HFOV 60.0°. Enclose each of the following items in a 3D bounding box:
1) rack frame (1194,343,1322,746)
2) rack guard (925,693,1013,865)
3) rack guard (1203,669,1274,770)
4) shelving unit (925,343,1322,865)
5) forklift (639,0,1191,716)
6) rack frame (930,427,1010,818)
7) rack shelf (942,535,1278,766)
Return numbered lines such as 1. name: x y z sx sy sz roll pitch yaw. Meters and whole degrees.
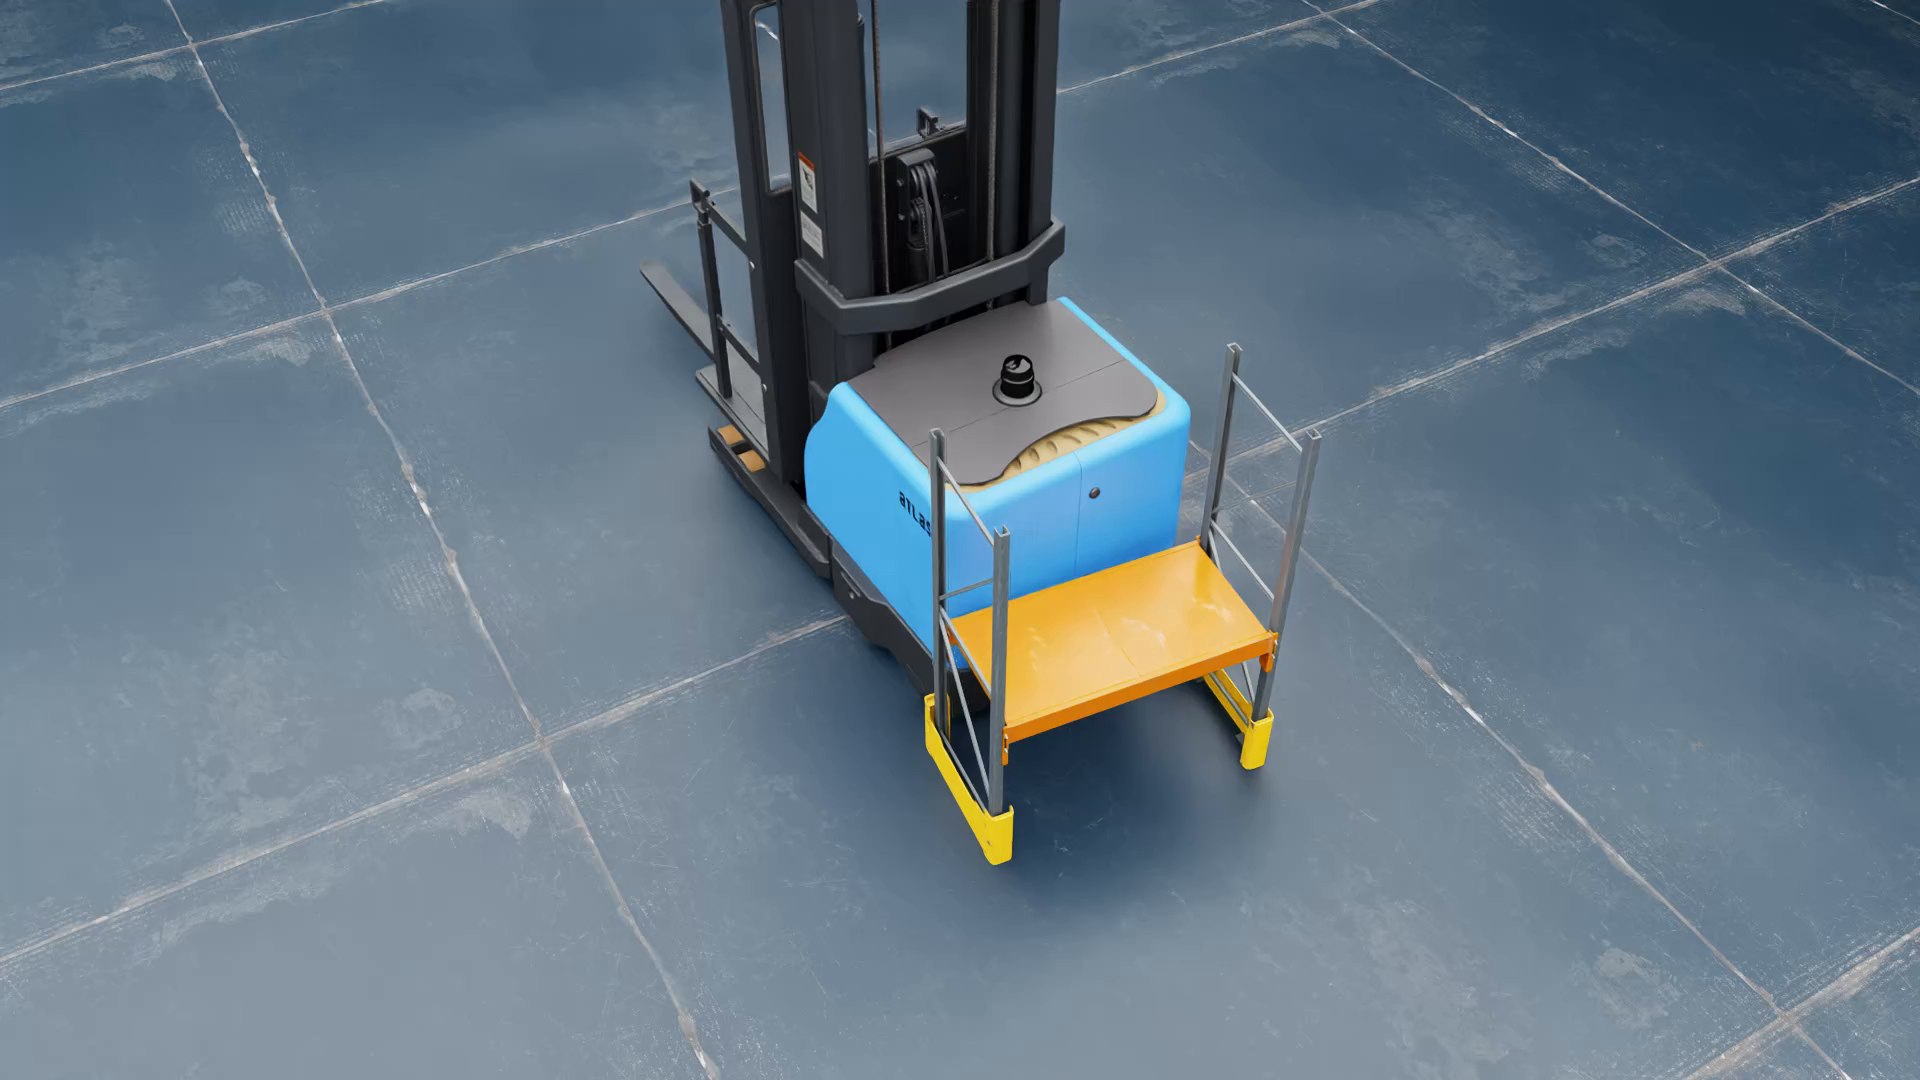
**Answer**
1. rack frame: 0.954 0.079 5.591 0.032 1.500 0.500 -17 47 -17
2. rack guard: 0.026 0.815 5.731 0.087 0.250 0.587 -17 47 -17
3. rack guard: 0.937 0.533 6.021 0.087 0.250 0.587 -17 47 -17
4. shelving unit: 0.481 0.225 5.441 1.083 1.500 0.587 -17 47 -17
5. forklift: -0.405 -1.423 6.111 1.130 2.935 3.031 -24 49 -23
6. rack frame: 0.025 0.366 5.295 0.032 1.500 0.500 -17 47 -17
7. rack shelf: 0.490 0.352 5.569 1.000 0.185 0.538 -17 47 -17
